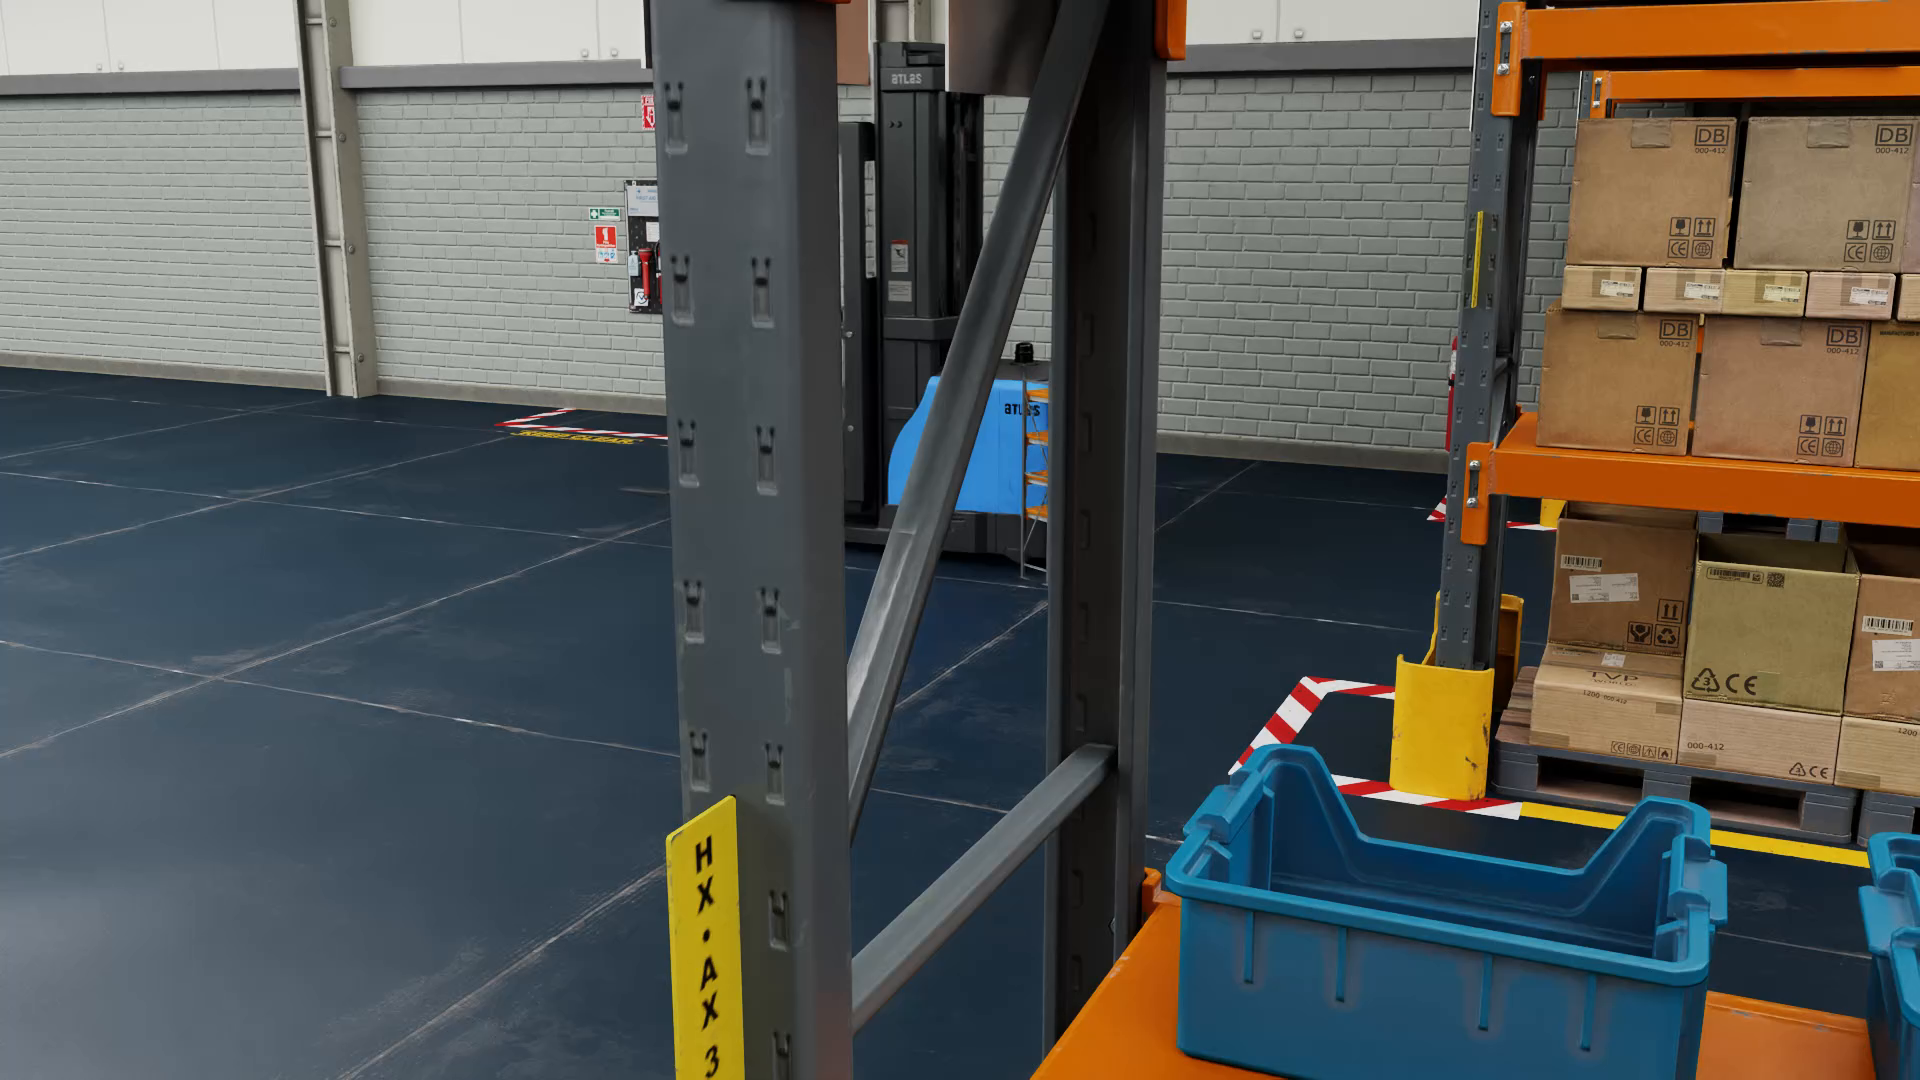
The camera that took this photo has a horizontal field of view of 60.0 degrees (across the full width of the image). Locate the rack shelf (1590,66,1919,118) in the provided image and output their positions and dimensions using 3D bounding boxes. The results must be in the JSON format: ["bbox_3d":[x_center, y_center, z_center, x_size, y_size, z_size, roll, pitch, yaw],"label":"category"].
[{"bbox_3d":[5.852,-2.585,9.716,4.000,0.370,1.077,6,14,23],"label":"rack shelf"}]

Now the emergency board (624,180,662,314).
[{"bbox_3d":[-2.716,-2.568,14.633,0.643,1.169,0.194,6,14,23],"label":"emergency board"}]

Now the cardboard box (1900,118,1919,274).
[{"bbox_3d":[3.435,-1.161,5.578,0.500,0.500,0.700,6,14,23],"label":"cardboard box"}]

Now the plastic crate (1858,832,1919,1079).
[{"bbox_3d":[1.181,0.526,1.771,0.408,0.251,0.499,6,14,23],"label":"plastic crate"}]

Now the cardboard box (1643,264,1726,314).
[{"bbox_3d":[2.535,-0.885,5.820,0.250,0.149,0.380,5,14,22],"label":"cardboard box"}]

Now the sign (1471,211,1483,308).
[{"bbox_3d":[1.790,-0.970,5.755,0.005,0.325,0.100,6,14,23],"label":"sign"}]

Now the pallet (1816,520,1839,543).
[{"bbox_3d":[5.933,-0.100,10.219,1.213,0.211,1.003,6,14,23],"label":"pallet"}]

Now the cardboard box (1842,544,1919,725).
[{"bbox_3d":[3.341,0.329,5.744,0.500,0.500,0.500,6,14,23],"label":"cardboard box"}]

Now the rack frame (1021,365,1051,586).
[{"bbox_3d":[0.420,-0.350,9.119,0.015,1.200,0.240,-10,17,-37],"label":"rack frame"}]

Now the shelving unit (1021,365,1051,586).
[{"bbox_3d":[0.613,-0.384,9.265,0.503,1.200,0.258,-10,17,-37],"label":"shelving unit"}]

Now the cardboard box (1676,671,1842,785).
[{"bbox_3d":[2.879,0.650,6.017,0.500,0.250,0.500,6,14,23],"label":"cardboard box"}]

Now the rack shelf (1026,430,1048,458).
[{"bbox_3d":[0.613,-0.536,9.229,0.480,0.148,0.258,-10,17,-37],"label":"rack shelf"}]

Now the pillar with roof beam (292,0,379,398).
[{"bbox_3d":[-7.701,-4.908,11.474,0.400,9.000,9.100,6,14,23],"label":"pillar with roof beam"}]

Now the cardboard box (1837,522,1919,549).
[{"bbox_3d":[3.552,0.221,6.207,0.500,0.500,0.500,6,14,23],"label":"cardboard box"}]

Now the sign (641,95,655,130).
[{"bbox_3d":[-2.683,-3.718,14.460,0.199,0.298,0.001,6,14,23],"label":"sign"}]

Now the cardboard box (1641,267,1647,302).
[{"bbox_3d":[2.687,-0.970,6.186,0.250,0.149,0.380,6,15,25],"label":"cardboard box"}]

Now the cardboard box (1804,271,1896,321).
[{"bbox_3d":[2.992,-0.838,5.619,0.250,0.149,0.380,6,14,22],"label":"cardboard box"}]

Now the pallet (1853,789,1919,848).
[{"bbox_3d":[3.848,0.907,5.926,1.213,0.211,1.003,6,14,23],"label":"pallet"}]

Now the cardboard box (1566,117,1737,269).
[{"bbox_3d":[2.491,-1.255,5.978,0.500,0.500,0.700,6,14,23],"label":"cardboard box"}]

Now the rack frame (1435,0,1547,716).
[{"bbox_3d":[2.021,-0.625,6.354,0.127,3.000,1.000,6,14,23],"label":"rack frame"}]

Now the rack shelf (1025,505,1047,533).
[{"bbox_3d":[0.613,-0.125,9.325,0.480,0.148,0.258,-10,17,-37],"label":"rack shelf"}]

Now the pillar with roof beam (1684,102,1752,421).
[{"bbox_3d":[3.270,-3.798,6.742,0.400,9.000,9.100,6,14,23],"label":"pillar with roof beam"}]

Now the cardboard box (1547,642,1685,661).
[{"bbox_3d":[2.631,0.497,6.672,0.500,0.250,0.500,6,14,23],"label":"cardboard box"}]

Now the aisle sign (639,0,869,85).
[{"bbox_3d":[-0.174,-0.802,1.417,0.004,0.787,0.394,6,14,23],"label":"aisle sign"}]

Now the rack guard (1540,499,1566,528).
[{"bbox_3d":[4.093,-0.436,11.021,0.348,0.500,1.175,6,14,23],"label":"rack guard"}]

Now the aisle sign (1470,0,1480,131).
[{"bbox_3d":[1.836,-1.833,5.810,0.004,0.787,0.394,6,14,23],"label":"aisle sign"}]

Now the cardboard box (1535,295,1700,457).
[{"bbox_3d":[2.442,-0.628,6.147,0.500,0.500,0.700,6,14,23],"label":"cardboard box"}]

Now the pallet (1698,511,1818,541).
[{"bbox_3d":[4.821,-0.213,10.702,1.213,0.211,1.003,6,14,23],"label":"pallet"}]

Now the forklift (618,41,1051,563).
[{"bbox_3d":[-0.662,-1.482,10.153,3.031,2.935,1.130,5,14,20],"label":"forklift"}]

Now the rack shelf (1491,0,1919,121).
[{"bbox_3d":[3.849,-1.550,5.305,4.000,0.370,1.077,6,14,23],"label":"rack shelf"}]

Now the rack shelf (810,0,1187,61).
[{"bbox_3d":[1.839,-0.516,0.897,4.000,0.370,1.077,6,14,23],"label":"rack shelf"}]

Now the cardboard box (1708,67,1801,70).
[{"bbox_3d":[4.705,-3.039,9.811,0.500,0.500,0.500,7,15,27],"label":"cardboard box"}]

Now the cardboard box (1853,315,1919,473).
[{"bbox_3d":[3.376,-0.534,5.743,0.500,0.500,0.700,6,14,24],"label":"cardboard box"}]

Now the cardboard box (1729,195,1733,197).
[{"bbox_3d":[4.997,-1.914,10.490,0.500,0.500,0.500,6,14,24],"label":"cardboard box"}]
